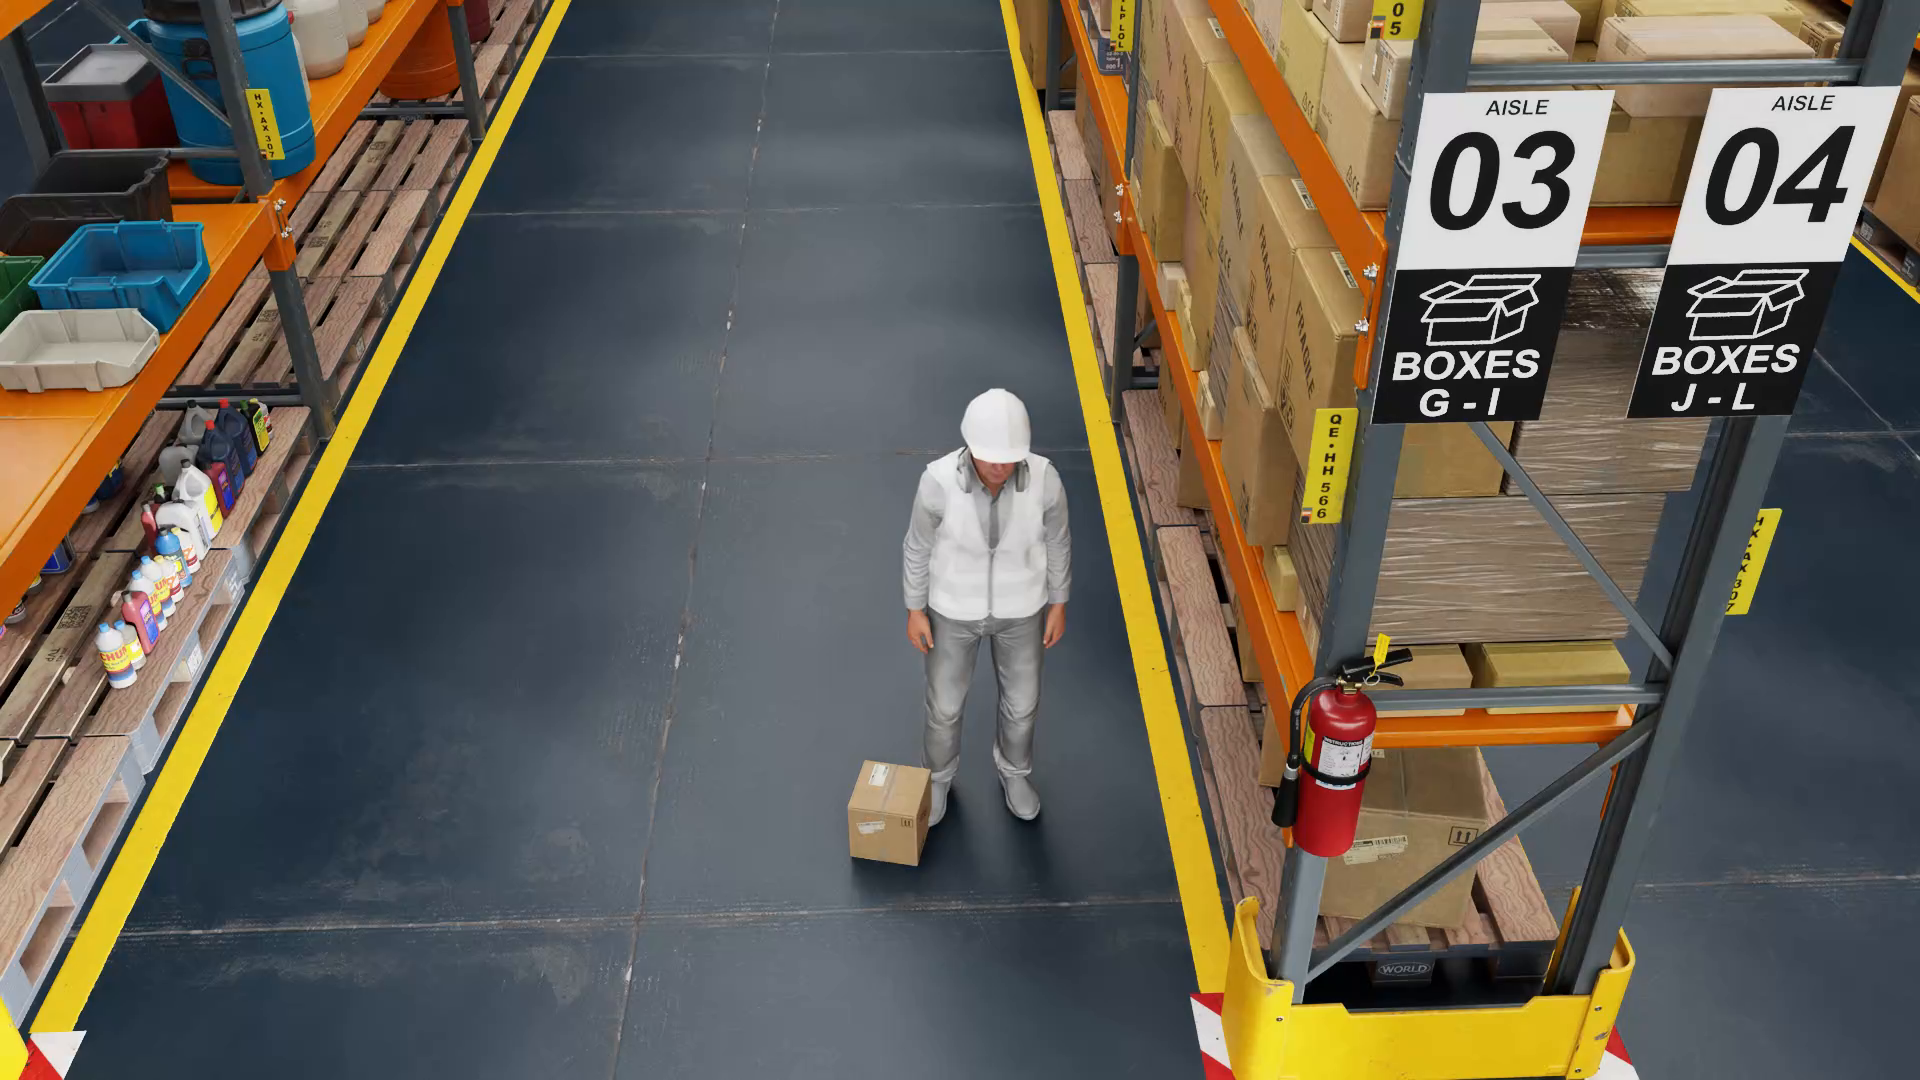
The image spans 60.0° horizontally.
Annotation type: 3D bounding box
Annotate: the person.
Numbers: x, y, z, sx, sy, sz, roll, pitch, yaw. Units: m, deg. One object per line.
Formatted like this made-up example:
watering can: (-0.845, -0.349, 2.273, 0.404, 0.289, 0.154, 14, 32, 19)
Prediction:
person: (0.095, 0.233, 5.789, 0.581, 1.771, 0.464, -3, 35, -4)
